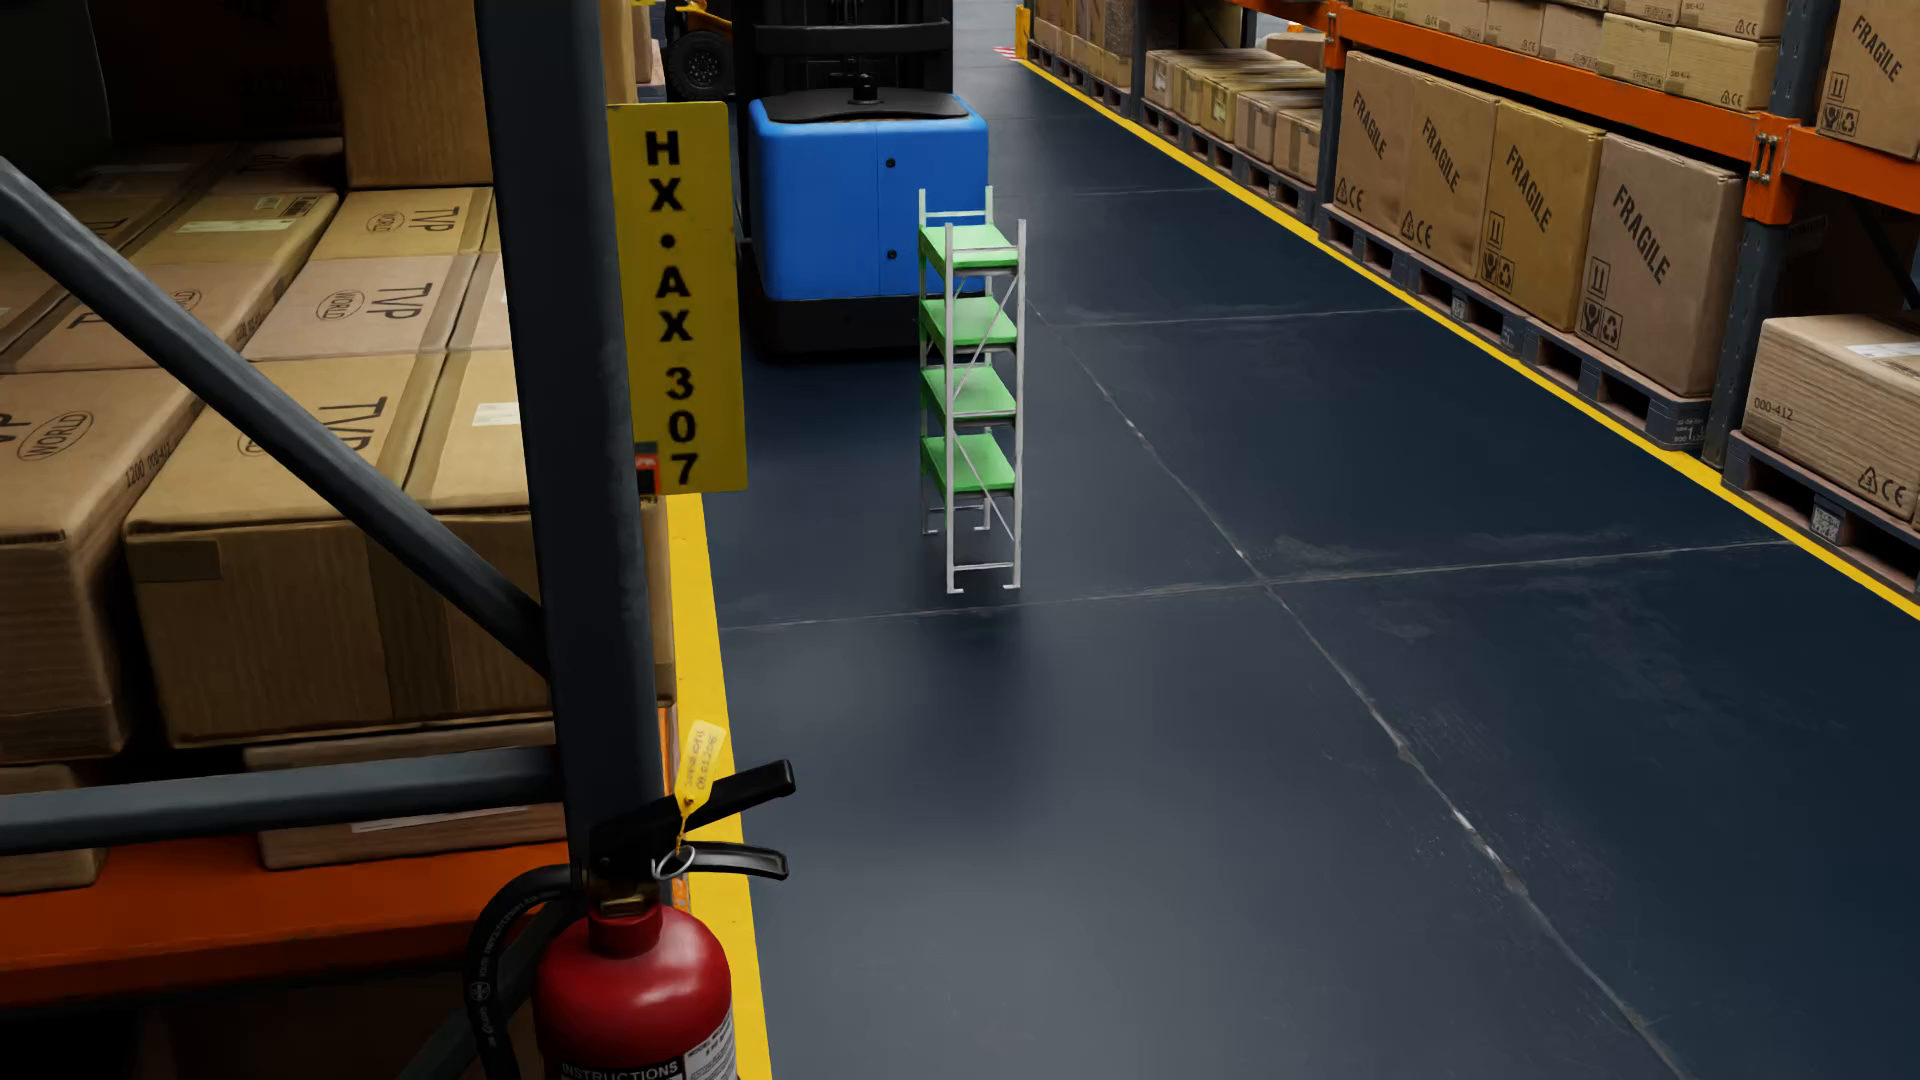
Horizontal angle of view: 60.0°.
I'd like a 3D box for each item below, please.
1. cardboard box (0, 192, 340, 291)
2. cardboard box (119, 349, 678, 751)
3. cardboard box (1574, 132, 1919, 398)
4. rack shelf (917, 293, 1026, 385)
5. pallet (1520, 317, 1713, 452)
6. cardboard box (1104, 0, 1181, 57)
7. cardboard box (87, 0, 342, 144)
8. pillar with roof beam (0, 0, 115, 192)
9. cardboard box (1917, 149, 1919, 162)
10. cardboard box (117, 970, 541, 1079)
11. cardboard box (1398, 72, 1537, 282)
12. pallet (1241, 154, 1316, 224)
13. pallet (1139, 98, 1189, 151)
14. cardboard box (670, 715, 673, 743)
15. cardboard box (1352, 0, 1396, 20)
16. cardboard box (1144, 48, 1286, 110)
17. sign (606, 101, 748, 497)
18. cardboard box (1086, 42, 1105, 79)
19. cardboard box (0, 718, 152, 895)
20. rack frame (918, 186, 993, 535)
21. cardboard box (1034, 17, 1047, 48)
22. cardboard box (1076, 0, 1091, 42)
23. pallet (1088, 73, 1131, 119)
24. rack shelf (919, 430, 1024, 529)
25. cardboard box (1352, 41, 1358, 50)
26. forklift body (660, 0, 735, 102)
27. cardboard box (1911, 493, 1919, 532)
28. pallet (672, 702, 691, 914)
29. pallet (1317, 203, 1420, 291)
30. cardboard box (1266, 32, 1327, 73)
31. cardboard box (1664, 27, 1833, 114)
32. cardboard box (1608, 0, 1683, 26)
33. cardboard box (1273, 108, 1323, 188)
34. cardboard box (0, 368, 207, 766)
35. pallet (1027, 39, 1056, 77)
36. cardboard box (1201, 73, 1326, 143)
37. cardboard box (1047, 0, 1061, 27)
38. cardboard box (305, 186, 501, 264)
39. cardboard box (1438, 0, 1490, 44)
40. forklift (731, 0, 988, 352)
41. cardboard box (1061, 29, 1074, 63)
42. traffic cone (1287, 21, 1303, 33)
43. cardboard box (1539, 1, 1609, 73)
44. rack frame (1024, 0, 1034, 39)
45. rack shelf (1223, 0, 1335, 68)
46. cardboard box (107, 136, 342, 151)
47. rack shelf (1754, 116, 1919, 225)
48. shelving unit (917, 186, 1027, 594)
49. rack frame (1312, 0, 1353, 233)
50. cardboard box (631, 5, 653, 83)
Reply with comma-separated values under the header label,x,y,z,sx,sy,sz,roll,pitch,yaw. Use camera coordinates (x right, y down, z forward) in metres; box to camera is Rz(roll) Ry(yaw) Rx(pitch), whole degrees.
label,x,y,z,sx,sy,sz,roll,pitch,yaw
cardboard box,-1.291,-0.379,2.687,0.500,0.250,0.500,-4,24,-8
cardboard box,-0.583,-0.019,1.860,0.500,0.250,0.500,-4,24,-9
cardboard box,3.180,-1.151,6.769,0.875,0.875,0.875,-4,24,-8
rack shelf,0.031,-0.646,5.290,0.258,0.148,0.480,-4,24,-10
pallet,3.157,-0.715,7.123,1.003,0.211,1.213,-4,24,-10
cardboard box,1.521,-4.330,13.891,0.500,0.500,0.500,-5,24,-10
cardboard box,-1.490,-1.132,3.472,0.500,0.500,0.500,-5,24,-11
pillar with roof beam,1.970,-4.053,3.787,9.100,9.000,0.400,-4,24,-10
cardboard box,3.292,-1.338,4.942,0.500,0.500,0.500,-4,24,-9
cardboard box,-0.784,0.951,2.418,0.797,0.503,0.637,-5,24,-12
cardboard box,2.841,-1.858,8.386,0.875,0.875,0.875,-4,24,-9
pallet,2.491,-2.298,10.747,1.003,0.211,1.213,-4,24,-10
pallet,2.040,-3.257,12.945,1.003,0.211,1.213,-4,24,-10
cardboard box,-0.903,0.398,3.688,0.500,0.500,0.500,-4,24,-9
cardboard box,2.477,-2.988,9.032,0.500,0.250,0.500,-5,24,-11
cardboard box,1.994,-3.624,13.057,0.950,0.372,0.625,-4,24,-9
sign,-0.231,-0.189,1.354,0.100,0.325,0.005,-4,24,-10
cardboard box,1.412,-4.195,14.518,0.500,0.250,0.500,-5,24,-11
cardboard box,-1.089,0.252,1.739,0.380,0.149,0.250,-5,24,-10
rack frame,-0.014,-0.581,5.581,0.240,1.200,0.015,-4,24,-10
cardboard box,1.032,-5.009,16.383,0.500,0.250,0.500,-5,24,-10
cardboard box,1.330,-4.731,14.808,0.500,0.500,0.500,-3,24,-7
pallet,1.735,-3.825,14.244,1.003,0.211,1.213,-4,24,-10
rack shelf,0.031,-0.206,5.482,0.258,0.148,0.480,-4,24,-10
cardboard box,3.967,-4.767,16.037,0.637,0.503,0.797,18,29,36
forklift body,-1.579,-5.046,14.617,2.313,2.155,1.214,-4,24,-10
cardboard box,3.550,-0.106,4.922,0.875,0.438,0.875,-5,24,-11
pallet,-1.149,0.703,3.877,1.003,0.211,1.213,-4,24,-10
pallet,2.706,-1.675,9.320,1.003,0.211,1.213,-4,24,-10
cardboard box,3.033,-4.219,14.783,0.500,0.500,0.500,13,27,27
cardboard box,3.043,-1.784,6.274,0.500,0.250,0.500,-5,24,-11
cardboard box,2.953,-2.207,6.617,0.500,0.250,0.500,-4,24,-8
cardboard box,2.539,-2.479,10.437,0.950,0.372,0.625,-6,24,-13
cardboard box,-1.110,0.019,1.775,0.500,0.250,0.500,-4,24,-8
pallet,1.284,-4.785,16.442,1.003,0.211,1.213,-4,24,-10
cardboard box,2.260,-3.068,11.785,0.950,0.372,0.625,-4,24,-8
cardboard box,1.138,-5.138,15.741,0.500,0.500,0.500,-5,24,-12
cardboard box,-0.774,-0.416,2.770,0.500,0.250,0.500,-5,24,-11
cardboard box,2.681,-2.581,8.099,0.500,0.250,0.500,-4,24,-8
forklift,-0.623,-2.750,8.385,1.130,2.935,3.031,-4,24,-9
cardboard box,1.232,-4.594,15.433,0.500,0.250,0.500,-3,24,-6
traffic cone,3.530,-5.394,17.523,0.336,0.463,0.334,-4,24,-10
cardboard box,2.875,-2.184,7.190,0.500,0.250,0.500,-5,24,-11
rack frame,1.155,-6.415,16.690,1.000,3.000,0.127,-4,24,-10
rack shelf,2.264,-3.725,11.430,1.077,0.370,4.000,-4,24,-10
cardboard box,-1.485,-0.779,3.601,0.500,0.250,0.500,-4,24,-9
rack shelf,3.743,-0.578,4.225,1.077,0.370,4.000,-4,24,-10
shelving unit,0.031,-0.485,5.361,0.258,1.200,0.503,-4,24,-10
rack frame,2.634,-3.268,9.485,1.000,3.000,0.127,-4,24,-10
cardboard box,-1.373,-1.771,5.408,0.700,0.500,0.500,-4,24,-8
